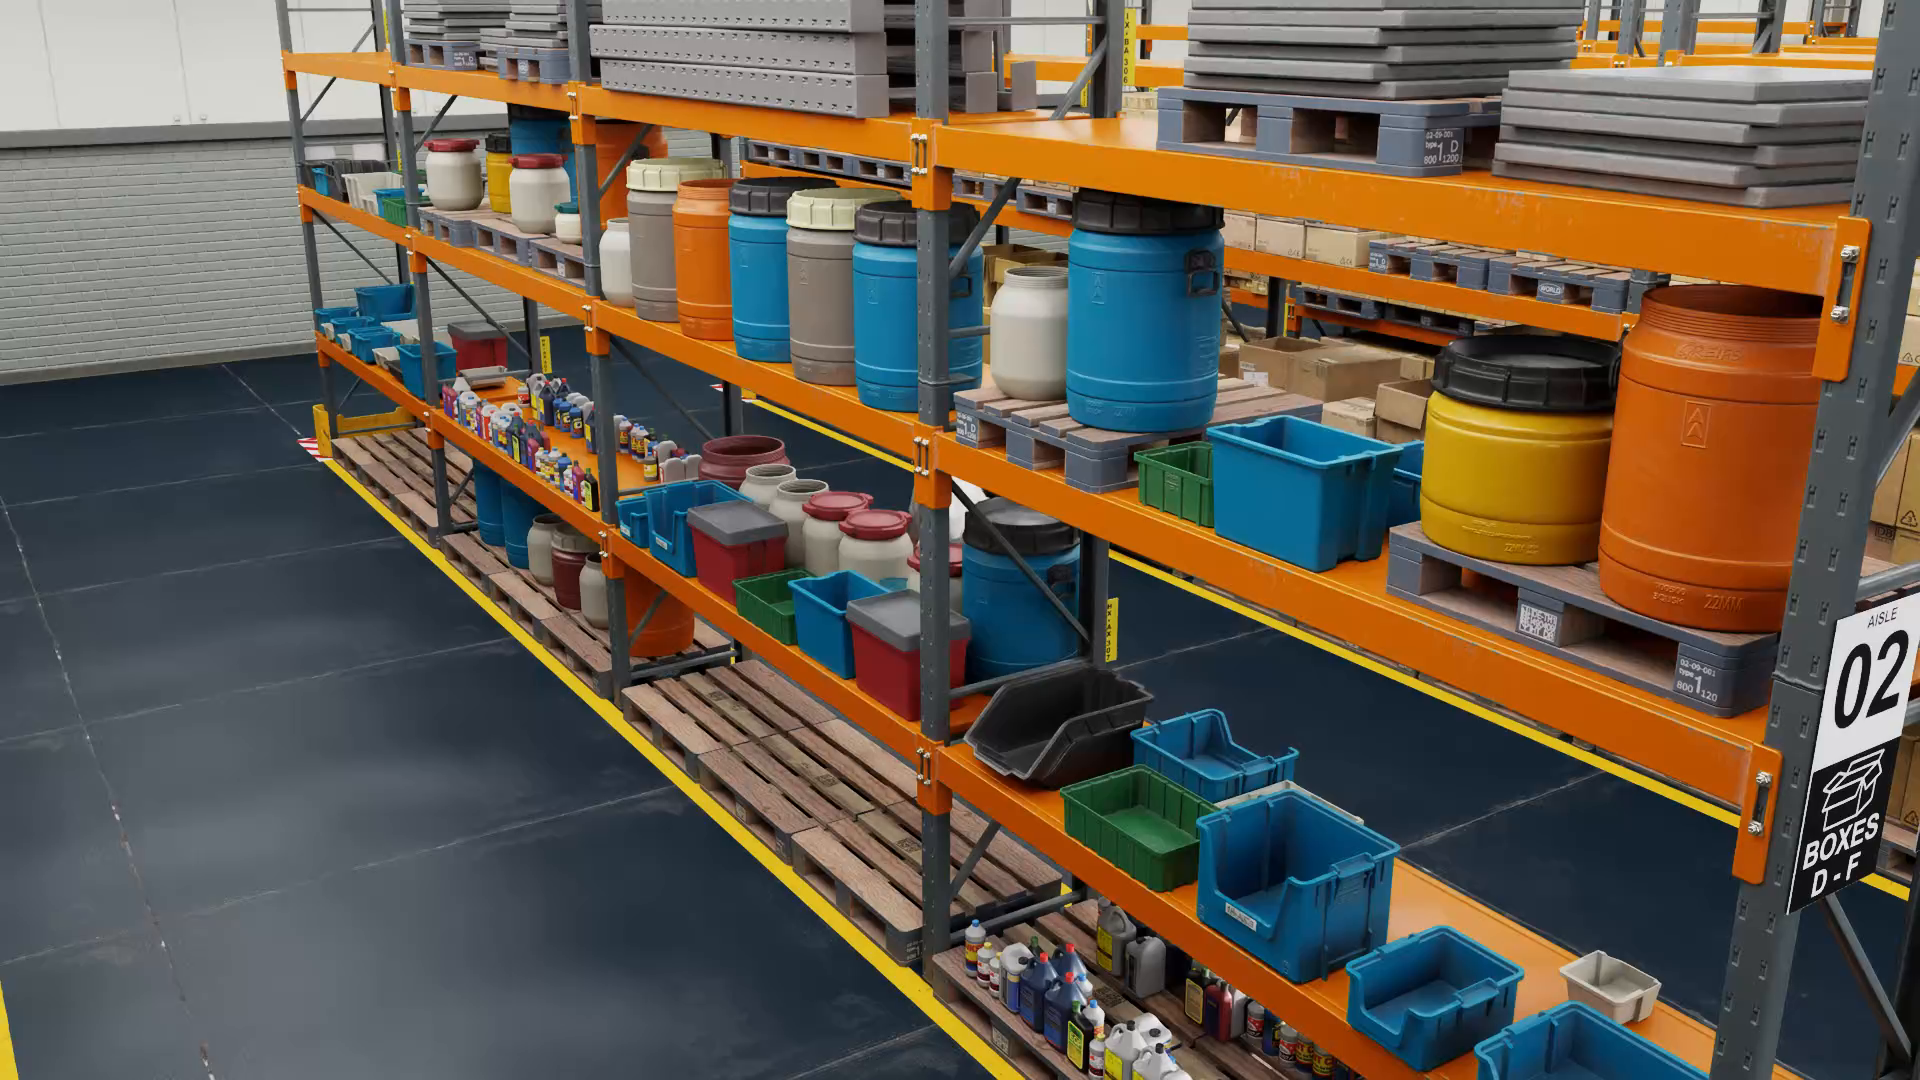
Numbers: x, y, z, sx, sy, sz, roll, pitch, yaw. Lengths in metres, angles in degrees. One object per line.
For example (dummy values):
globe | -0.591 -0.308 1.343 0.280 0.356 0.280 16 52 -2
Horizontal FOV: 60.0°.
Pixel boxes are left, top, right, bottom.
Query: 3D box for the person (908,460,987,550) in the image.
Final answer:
person | -0.092 -0.089 12.961 0.590 1.363 0.797 -11 21 -31
